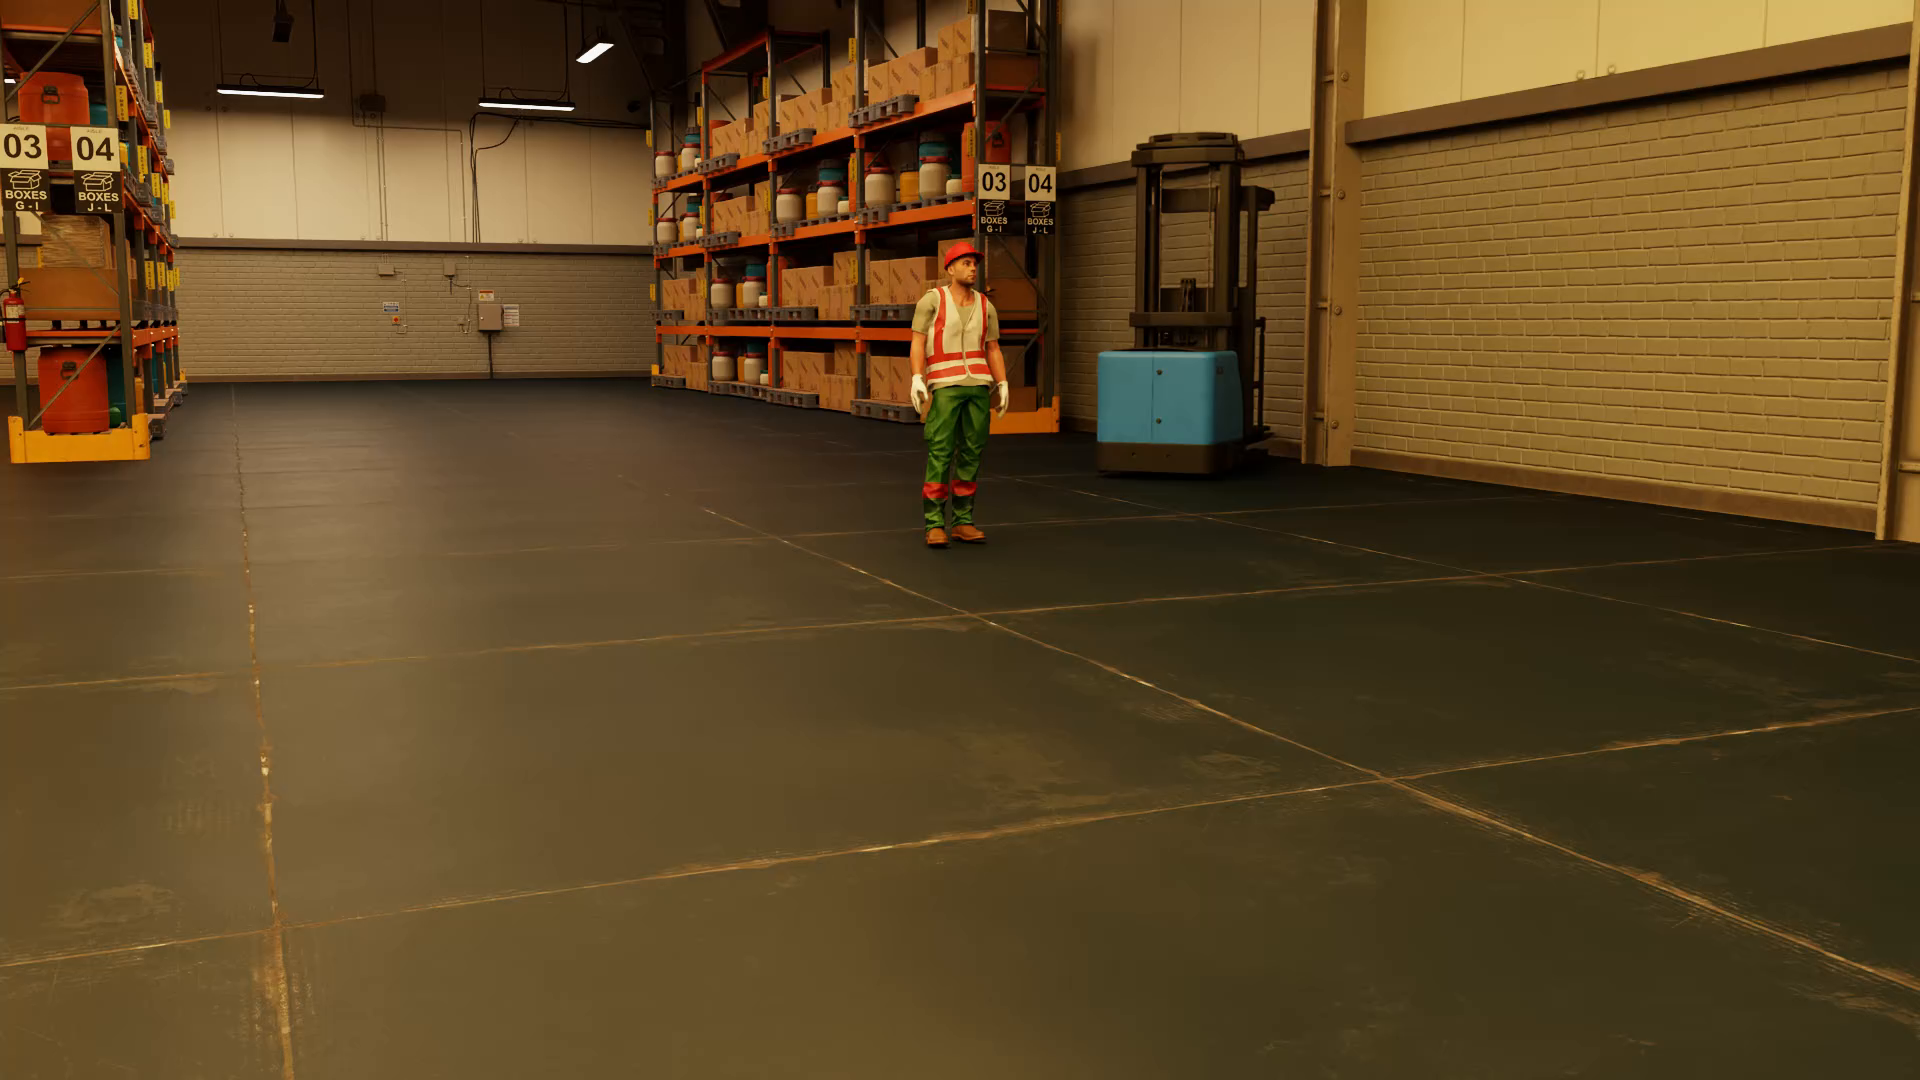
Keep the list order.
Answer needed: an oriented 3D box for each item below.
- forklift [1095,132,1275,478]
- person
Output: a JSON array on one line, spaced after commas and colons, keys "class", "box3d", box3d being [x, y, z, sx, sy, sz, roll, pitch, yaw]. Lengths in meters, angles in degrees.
[{"class": "forklift", "box3d": [2.202, -2.130, 15.100, 1.130, 2.935, 3.031, 3, 8, 23]}, {"class": "person", "box3d": [0.021, -0.884, 9.958, 0.637, 1.790, 0.562, -3, 8, -23]}]
